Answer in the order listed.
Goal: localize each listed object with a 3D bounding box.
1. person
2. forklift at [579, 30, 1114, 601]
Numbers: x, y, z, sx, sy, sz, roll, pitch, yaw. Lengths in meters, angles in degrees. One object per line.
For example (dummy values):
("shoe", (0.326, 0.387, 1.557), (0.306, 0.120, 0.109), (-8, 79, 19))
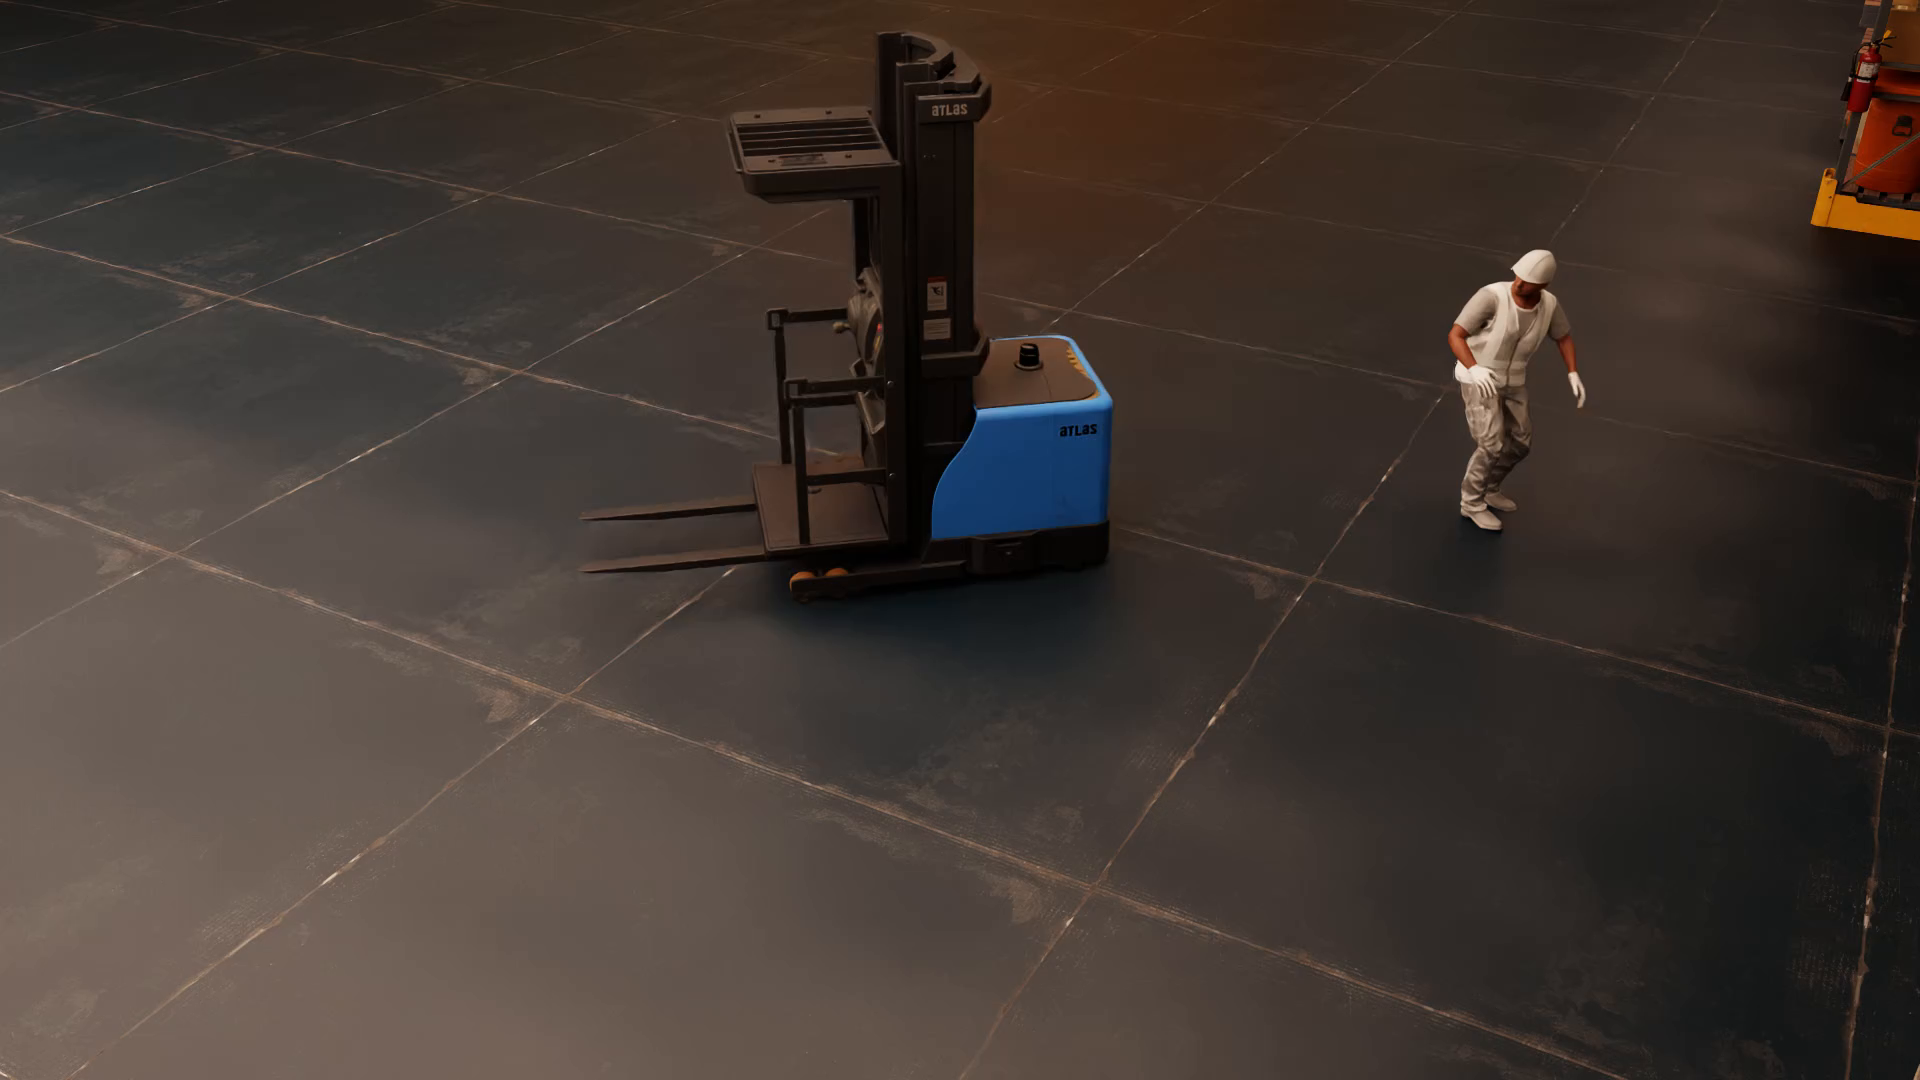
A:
("person", (3.272, -0.909, 9.886), (0.803, 1.723, 0.564), (-11, 32, -18))
("forklift", (-0.699, -1.210, 9.167), (3.031, 2.935, 1.130), (-6, 30, -10))
